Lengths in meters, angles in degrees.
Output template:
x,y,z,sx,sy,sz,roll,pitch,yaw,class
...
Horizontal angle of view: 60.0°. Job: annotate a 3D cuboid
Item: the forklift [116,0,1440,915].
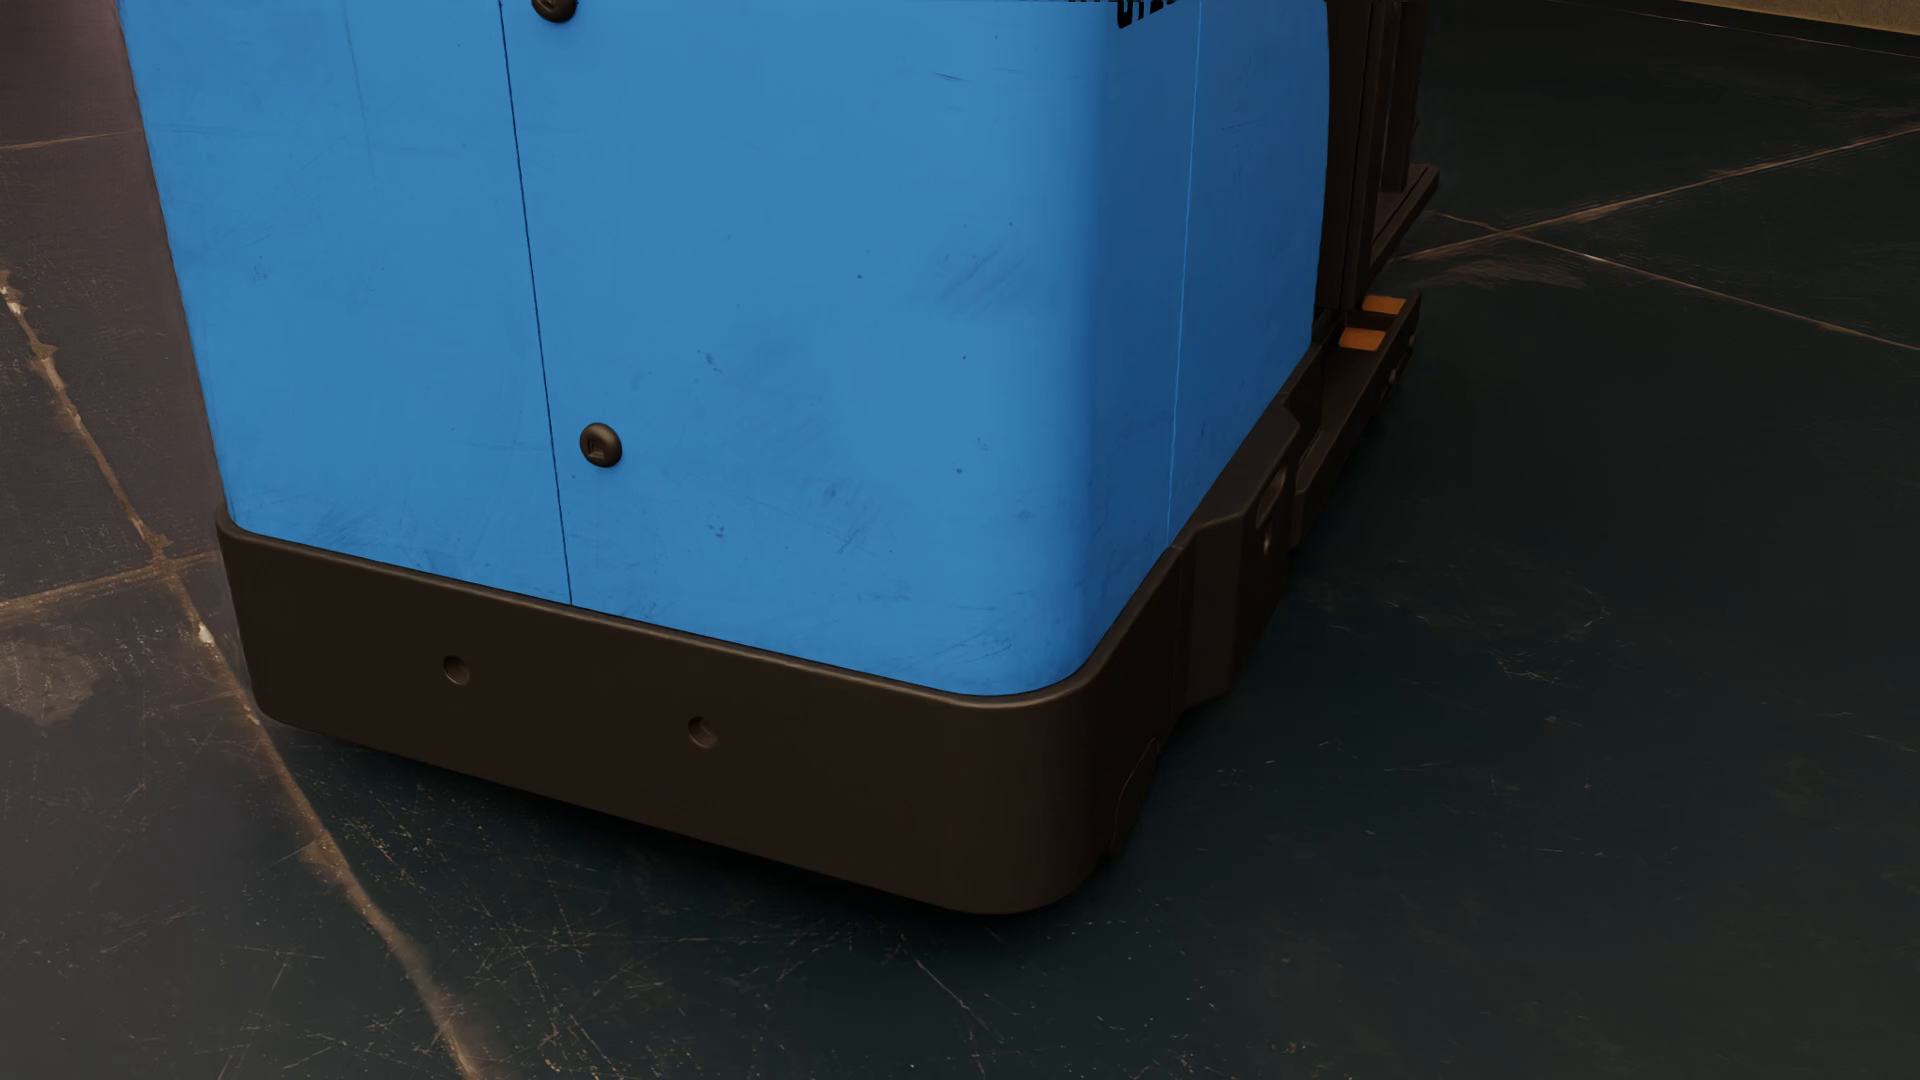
x,y,z,sx,sy,sz,roll,pitch,yaw,class
0.205,-1.583,2.386,1.130,2.935,3.031,11,29,21,forklift
